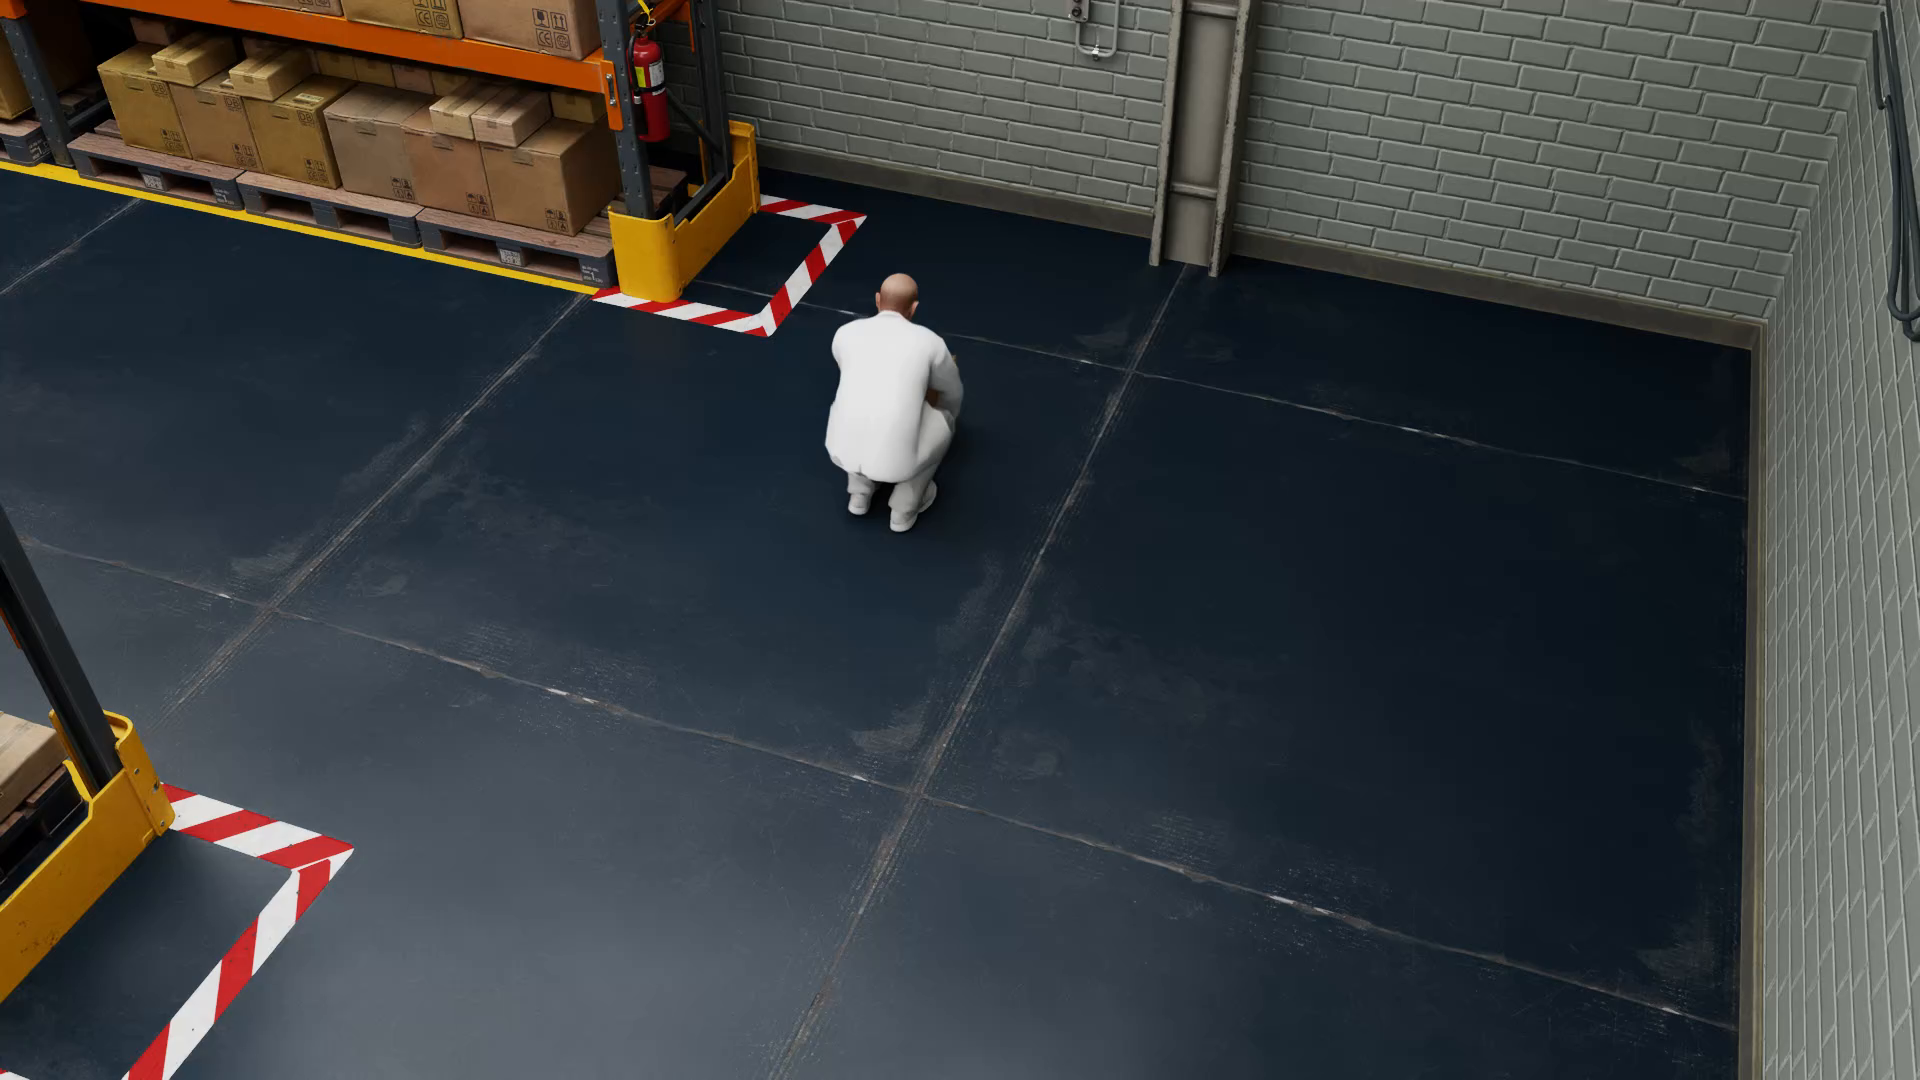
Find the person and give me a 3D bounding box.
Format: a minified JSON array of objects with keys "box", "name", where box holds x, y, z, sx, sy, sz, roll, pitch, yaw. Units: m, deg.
[{"box":[-0.303,-0.637,7.504,0.605,0.995,0.906,14,43,15],"name":"person"}]
